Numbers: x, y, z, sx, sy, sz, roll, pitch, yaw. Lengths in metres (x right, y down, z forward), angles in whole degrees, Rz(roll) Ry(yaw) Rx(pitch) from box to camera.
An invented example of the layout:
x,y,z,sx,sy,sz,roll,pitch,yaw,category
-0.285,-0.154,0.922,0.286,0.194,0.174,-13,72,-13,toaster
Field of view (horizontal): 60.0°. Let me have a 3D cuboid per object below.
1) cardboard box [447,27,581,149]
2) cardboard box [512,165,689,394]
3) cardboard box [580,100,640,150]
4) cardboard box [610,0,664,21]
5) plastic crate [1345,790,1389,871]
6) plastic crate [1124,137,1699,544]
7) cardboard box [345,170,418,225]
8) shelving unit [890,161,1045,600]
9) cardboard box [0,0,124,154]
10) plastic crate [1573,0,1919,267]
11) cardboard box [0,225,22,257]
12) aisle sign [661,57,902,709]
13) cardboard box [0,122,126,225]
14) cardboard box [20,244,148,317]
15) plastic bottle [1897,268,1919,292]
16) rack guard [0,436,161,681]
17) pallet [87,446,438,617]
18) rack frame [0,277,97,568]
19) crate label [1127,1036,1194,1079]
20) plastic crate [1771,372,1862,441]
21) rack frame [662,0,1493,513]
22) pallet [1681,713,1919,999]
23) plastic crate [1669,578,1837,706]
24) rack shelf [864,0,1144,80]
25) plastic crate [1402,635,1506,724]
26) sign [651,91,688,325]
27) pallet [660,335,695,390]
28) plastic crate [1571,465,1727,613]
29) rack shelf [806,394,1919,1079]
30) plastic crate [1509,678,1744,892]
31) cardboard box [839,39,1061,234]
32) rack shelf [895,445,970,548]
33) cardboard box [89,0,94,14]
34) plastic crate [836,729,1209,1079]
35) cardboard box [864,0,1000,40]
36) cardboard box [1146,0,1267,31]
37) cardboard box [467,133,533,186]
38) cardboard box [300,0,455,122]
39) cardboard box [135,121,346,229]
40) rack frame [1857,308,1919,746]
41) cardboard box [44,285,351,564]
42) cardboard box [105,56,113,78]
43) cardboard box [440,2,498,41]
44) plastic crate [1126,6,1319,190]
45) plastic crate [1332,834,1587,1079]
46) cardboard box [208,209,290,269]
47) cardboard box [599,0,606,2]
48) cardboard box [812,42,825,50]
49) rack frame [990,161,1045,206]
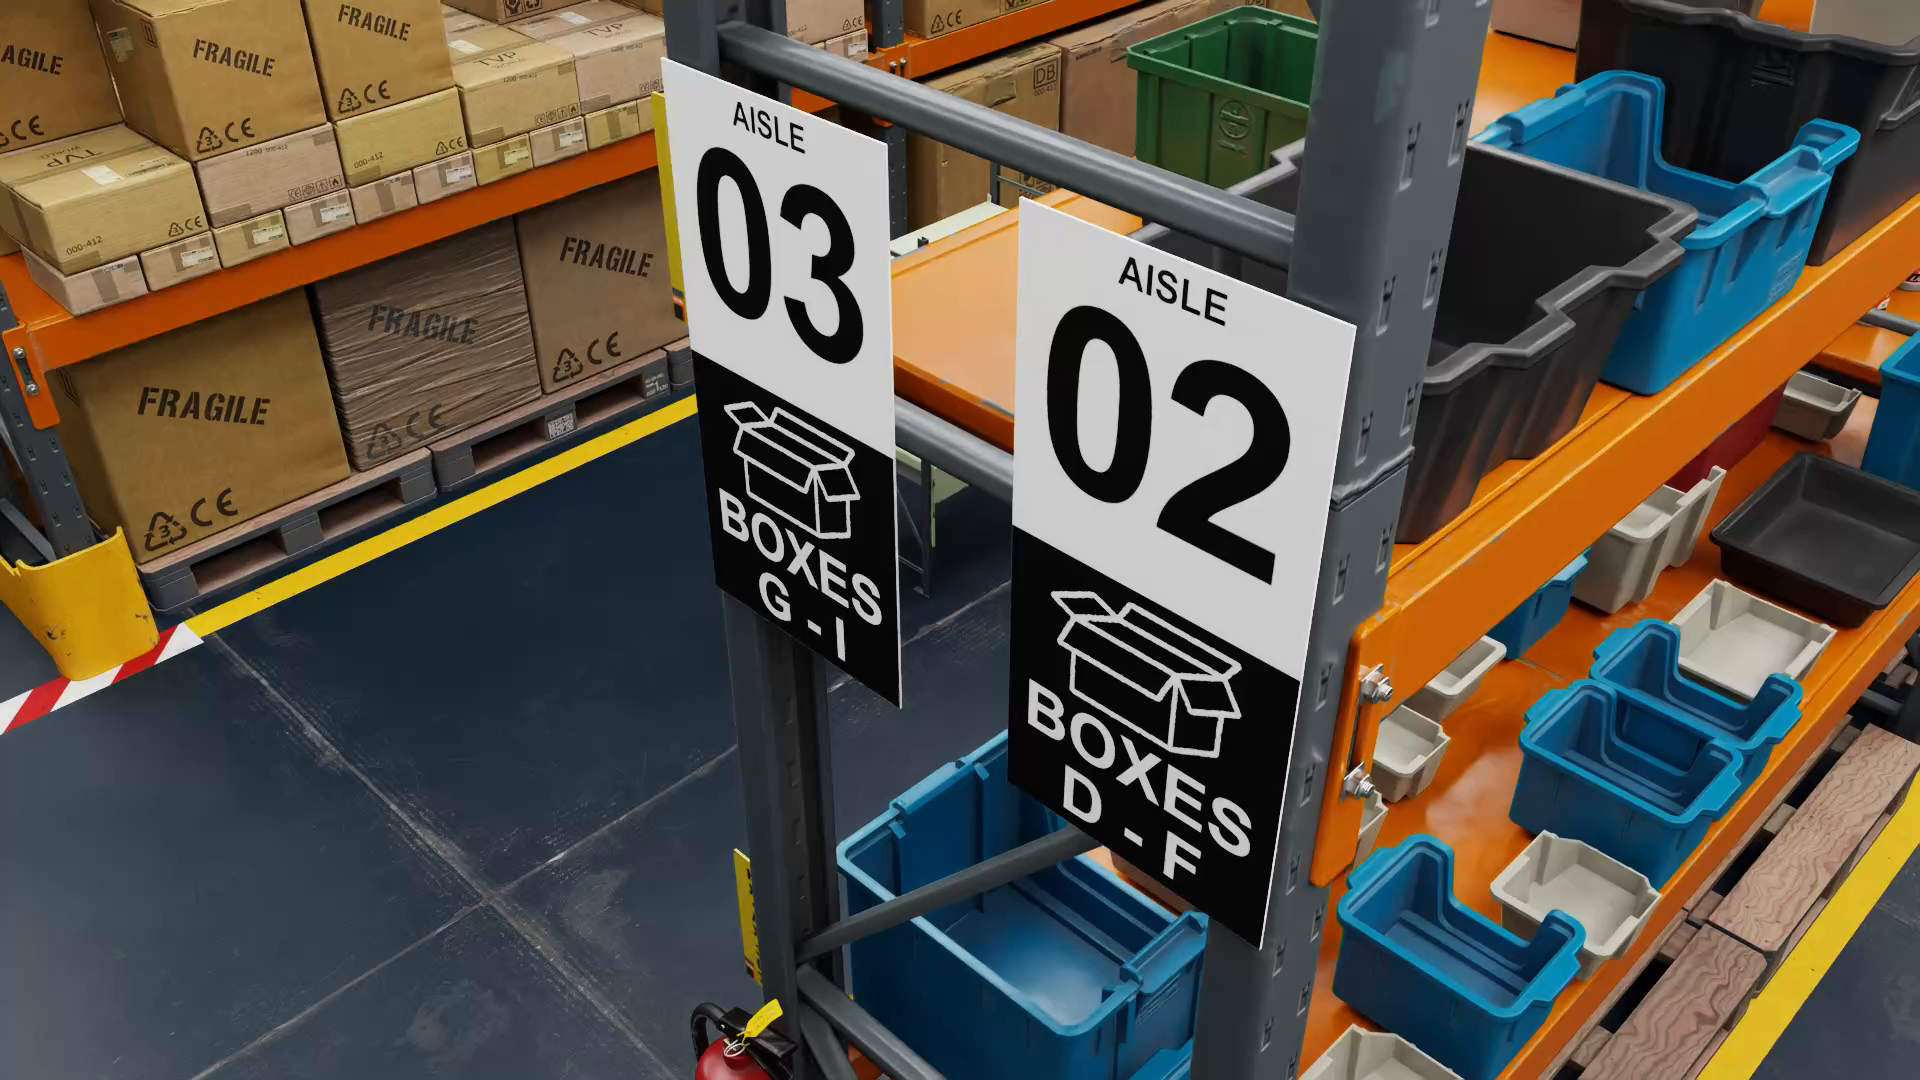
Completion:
x,y,z,sx,sy,sz,roll,pitch,yaw,category
-1.863,-1.795,6.573,0.500,0.250,0.500,29,44,34,cardboard box
-1.812,-1.342,7.542,0.875,0.875,0.875,30,45,35,cardboard box
-1.544,-1.762,6.873,0.380,0.149,0.250,29,44,35,cardboard box
-1.144,-2.207,7.163,0.500,0.250,0.500,-28,44,-34,cardboard box
0.701,0.546,3.524,0.396,0.136,0.243,30,45,35,plastic crate
0.509,-0.243,1.968,0.497,0.269,0.590,30,45,35,plastic crate
-2.268,-1.344,6.275,0.380,0.149,0.250,29,44,34,cardboard box
0.005,-0.618,6.325,0.431,1.500,0.755,30,45,35,shelving unit
-3.318,-1.690,5.767,0.500,0.500,0.500,-29,44,-35,cardboard box
1.312,-0.736,2.616,0.504,0.338,0.767,30,45,35,plastic crate
-3.458,-1.193,6.057,0.250,0.149,0.380,-29,44,-35,cardboard box
-0.219,-0.177,2.109,0.394,0.787,0.004,30,45,35,aisle sign
-3.322,-1.383,5.981,0.500,0.250,0.500,29,44,35,cardboard box
-2.990,-0.926,5.676,0.250,0.149,0.380,-29,44,-35,cardboard box
3.266,-0.960,5.678,0.097,0.201,0.097,0,35,0,plastic bottle
-3.492,0.017,6.289,1.175,0.500,0.348,30,45,35,rack guard
-2.967,-0.231,6.896,1.003,0.211,1.213,30,45,35,pallet
-3.475,-1.018,5.588,1.000,3.000,0.127,30,45,35,rack frame
0.448,1.054,2.710,0.416,0.233,0.303,30,45,35,crate label
2.429,-0.431,4.924,0.396,0.136,0.243,30,45,35,plastic crate
0.040,-1.483,1.010,1.000,3.000,0.127,30,45,35,rack frame
2.368,0.812,5.401,1.003,0.211,1.213,30,45,35,pallet
1.845,0.266,3.925,0.293,0.136,0.466,30,45,35,plastic crate
0.753,-3.159,9.286,1.077,0.370,4.000,30,45,35,rack shelf
1.075,0.295,3.883,0.298,0.136,0.250,30,45,35,plastic crate
-0.362,-0.425,2.206,0.100,0.325,0.005,30,45,35,sign
-1.248,-1.221,8.317,1.003,0.211,1.213,30,45,35,pallet
1.652,-0.076,4.288,0.437,0.282,0.530,30,45,35,plastic crate
1.449,0.461,4.096,1.077,0.370,4.000,30,45,35,rack shelf
1.375,0.520,3.476,0.416,0.233,0.300,30,45,35,plastic crate
-0.220,-2.211,8.788,1.225,0.875,0.875,30,45,35,cardboard box
0.005,-0.350,6.511,0.431,0.370,0.720,30,45,35,rack shelf
-5.412,-3.333,10.512,0.380,0.149,0.250,28,43,34,cardboard box
0.143,0.727,3.001,0.616,0.435,0.499,30,45,35,plastic crate
-0.155,-2.769,8.011,0.500,0.500,0.500,-30,45,-35,cardboard box
1.027,-2.936,9.828,1.225,0.875,0.875,30,45,35,cardboard box
-1.908,-1.551,6.572,0.380,0.149,0.250,28,44,34,cardboard box
-2.232,-1.888,6.051,0.500,0.500,0.500,28,44,34,cardboard box
-2.583,-1.379,5.976,0.500,0.250,0.500,29,44,35,cardboard box
2.858,-0.646,5.054,1.000,3.000,0.127,30,45,35,rack frame
-3.081,-0.611,6.494,0.875,0.875,0.875,30,45,35,cardboard box
-5.293,-2.955,10.230,0.250,0.149,0.380,-28,43,-34,cardboard box
-2.241,-2.008,6.878,0.500,0.250,0.500,30,45,35,cardboard box
0.532,-0.681,2.667,0.450,0.188,0.336,30,45,35,plastic crate
0.912,0.787,3.093,0.416,0.233,0.300,30,45,35,plastic crate
-2.631,-1.135,5.975,0.380,0.149,0.250,28,44,34,cardboard box
-1.527,-2.418,7.465,0.500,0.250,0.500,29,44,35,cardboard box
-0.820,-2.178,7.471,0.250,0.149,0.380,-29,44,-35,cardboard box
0.263,-0.766,6.538,0.400,1.500,0.023,30,45,35,rack frame
